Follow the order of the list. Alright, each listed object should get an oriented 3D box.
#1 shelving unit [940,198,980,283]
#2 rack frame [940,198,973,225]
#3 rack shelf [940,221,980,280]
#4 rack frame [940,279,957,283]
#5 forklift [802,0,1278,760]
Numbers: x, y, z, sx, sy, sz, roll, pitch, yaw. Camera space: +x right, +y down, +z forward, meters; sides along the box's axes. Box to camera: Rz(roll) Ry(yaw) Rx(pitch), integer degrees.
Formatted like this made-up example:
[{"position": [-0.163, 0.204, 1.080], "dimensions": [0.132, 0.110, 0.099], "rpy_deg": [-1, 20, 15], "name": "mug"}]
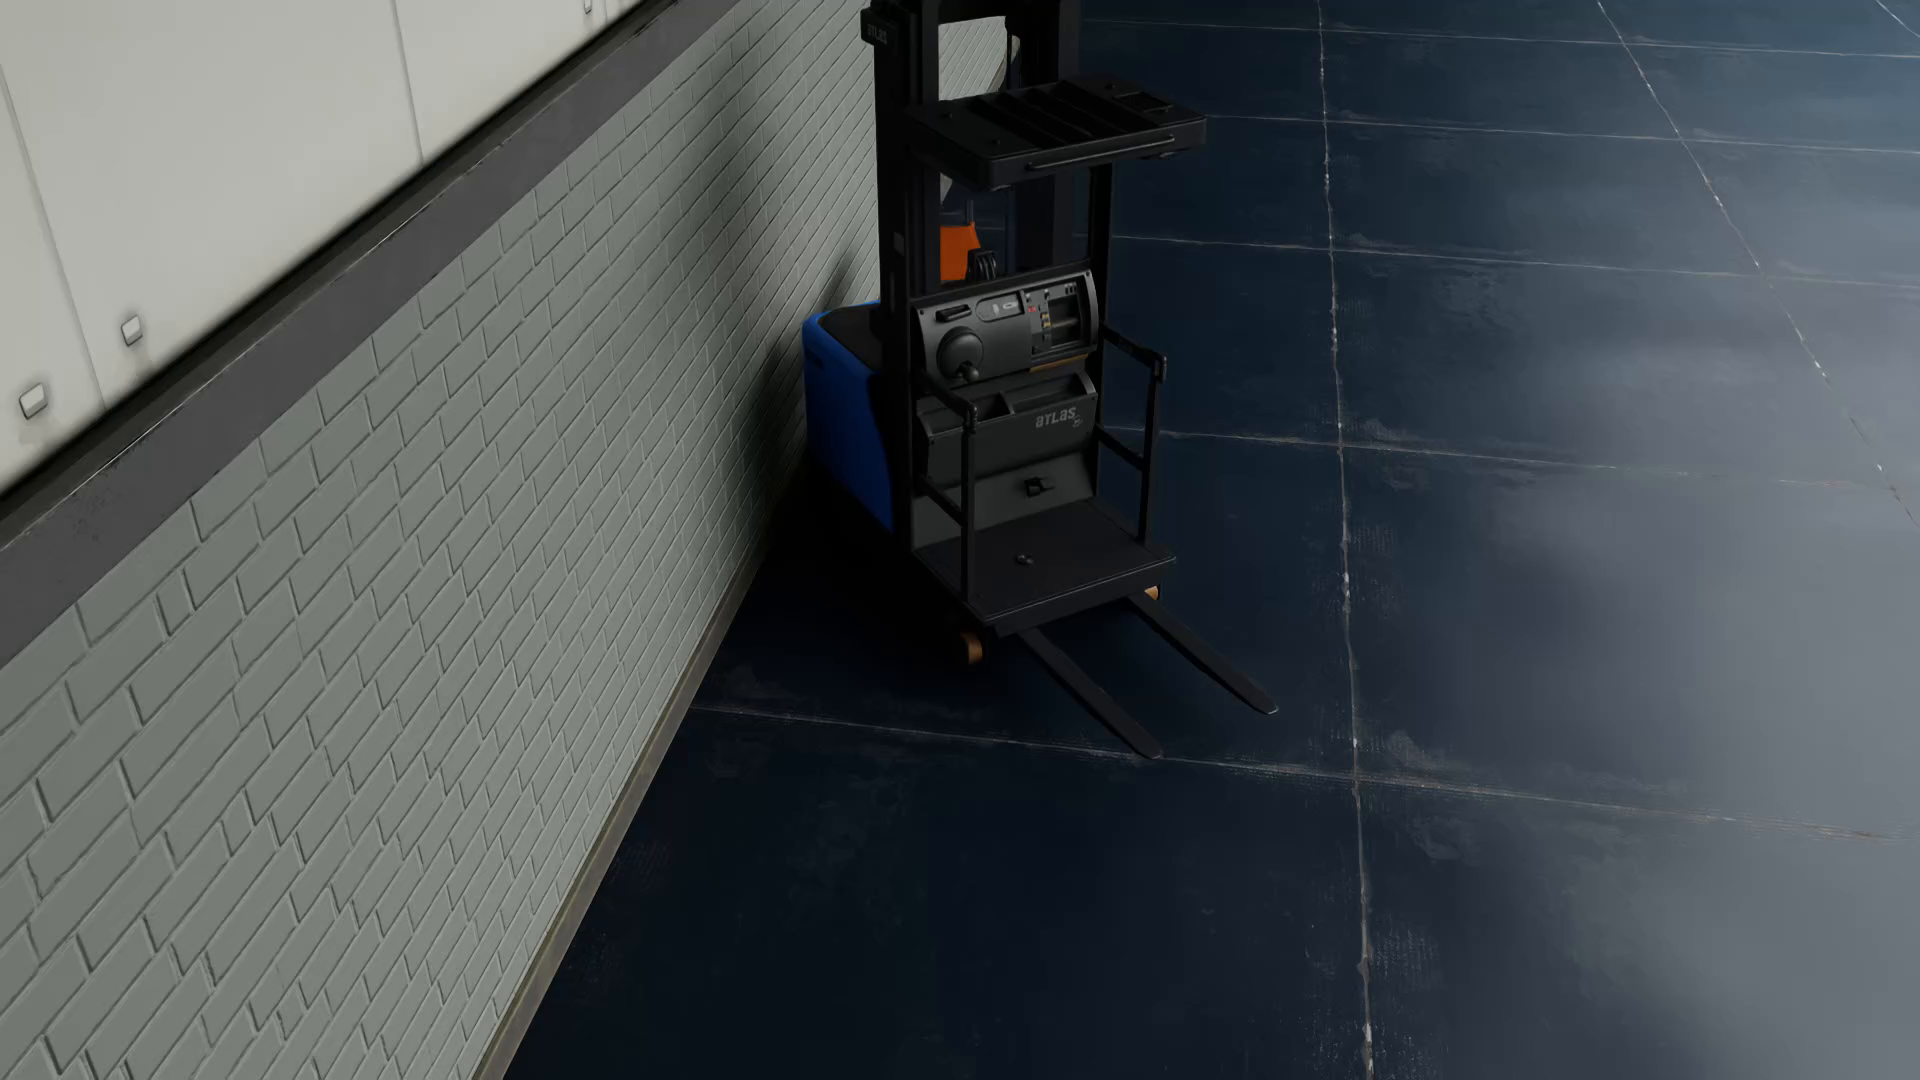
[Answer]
[{"position": [-0.118, -1.263, 9.707], "dimensions": [0.538, 1.125, 1.048], "rpy_deg": [-3, 32, -5], "name": "shelving unit"}, {"position": [-0.176, -1.531, 10.135], "dimensions": [0.500, 1.125, 0.032], "rpy_deg": [-3, 32, -5], "name": "rack frame"}, {"position": [-0.118, -1.511, 9.552], "dimensions": [0.538, 0.278, 1.000], "rpy_deg": [-3, 32, -5], "name": "rack shelf"}, {"position": [-0.061, -0.995, 9.279], "dimensions": [0.500, 1.125, 0.032], "rpy_deg": [-3, 32, -5], "name": "rack frame"}, {"position": [0.333, -0.931, 7.476], "dimensions": [1.130, 2.935, 3.031], "rpy_deg": [-17, 36, -25], "name": "forklift"}]
